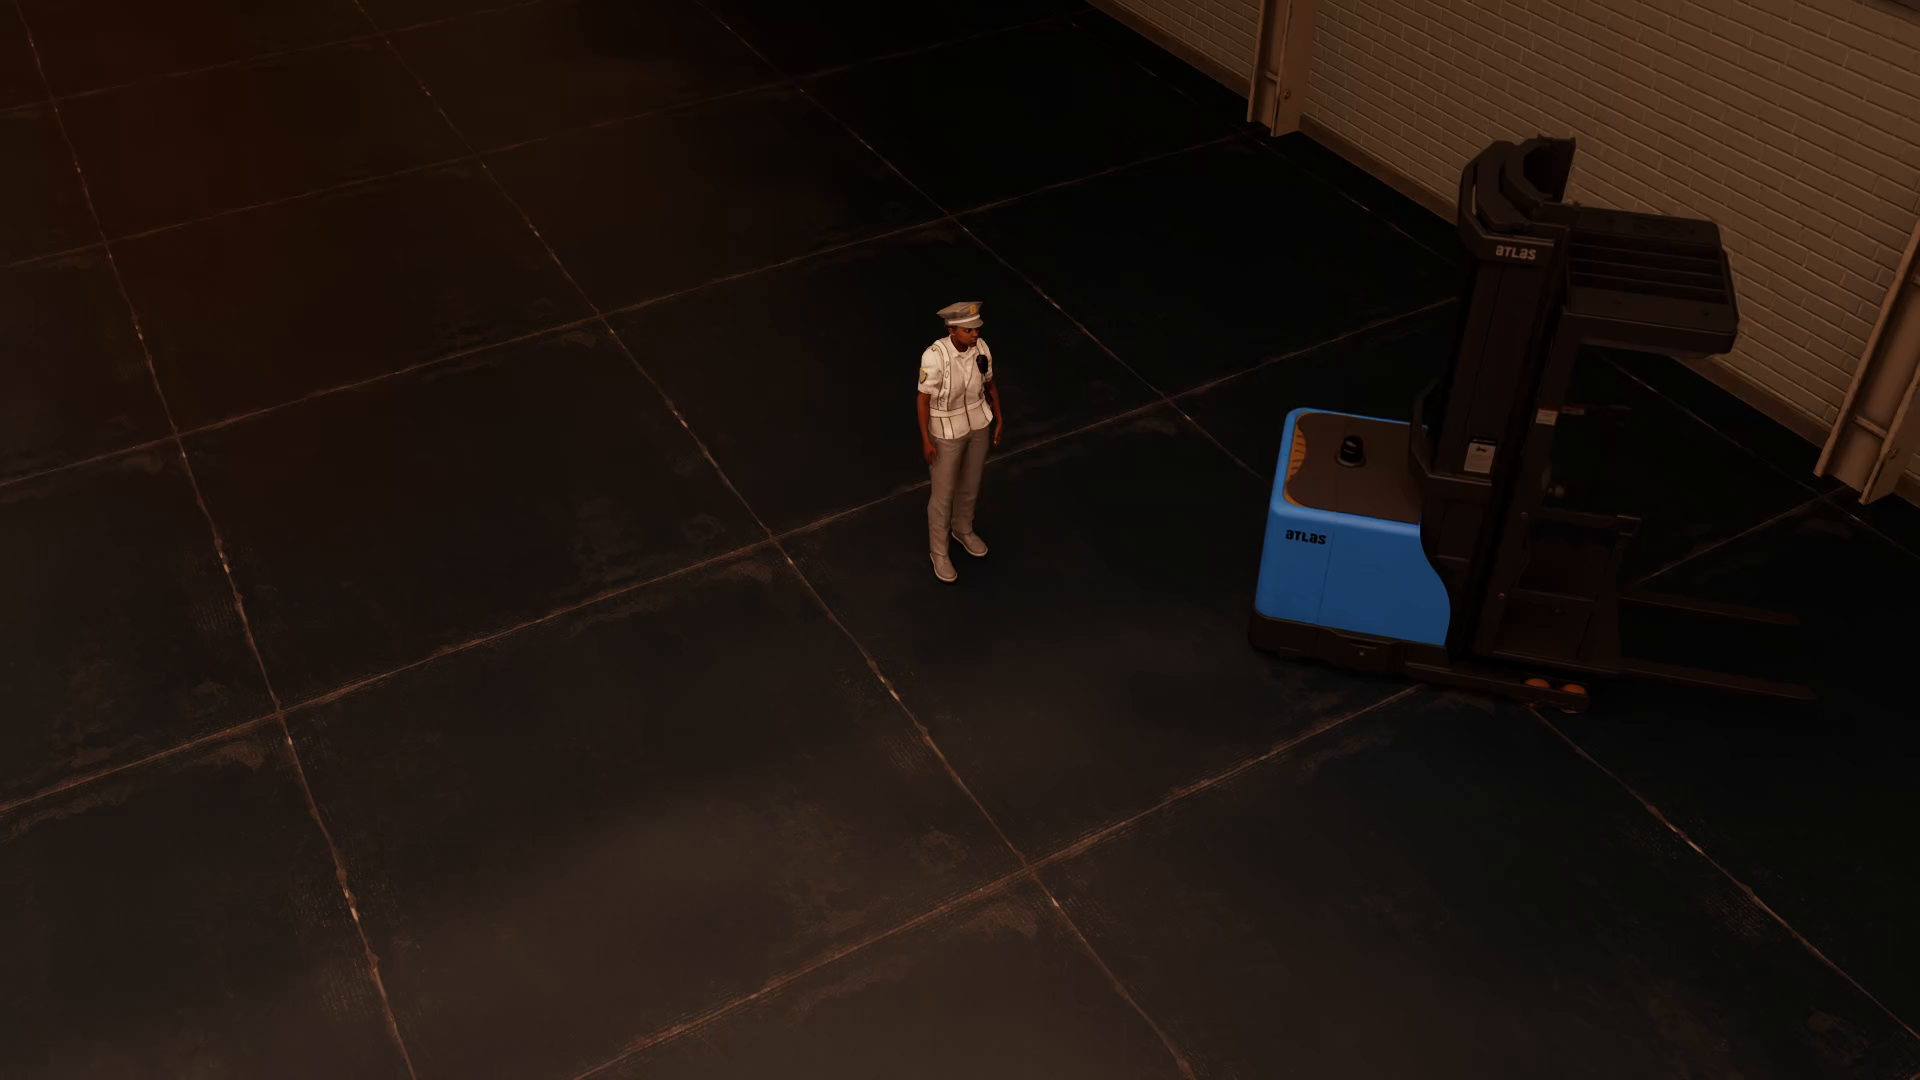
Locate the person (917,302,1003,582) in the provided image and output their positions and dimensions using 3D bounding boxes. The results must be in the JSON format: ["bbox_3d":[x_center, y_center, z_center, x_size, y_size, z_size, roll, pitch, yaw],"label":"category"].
[{"bbox_3d":[0.021,-0.609,9.728,0.569,1.694,0.527,-20,44,-23],"label":"person"}]

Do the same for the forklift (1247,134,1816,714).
[{"bbox_3d":[3.226,-0.547,8.695,3.031,2.935,1.130,9,41,11],"label":"forklift"}]
